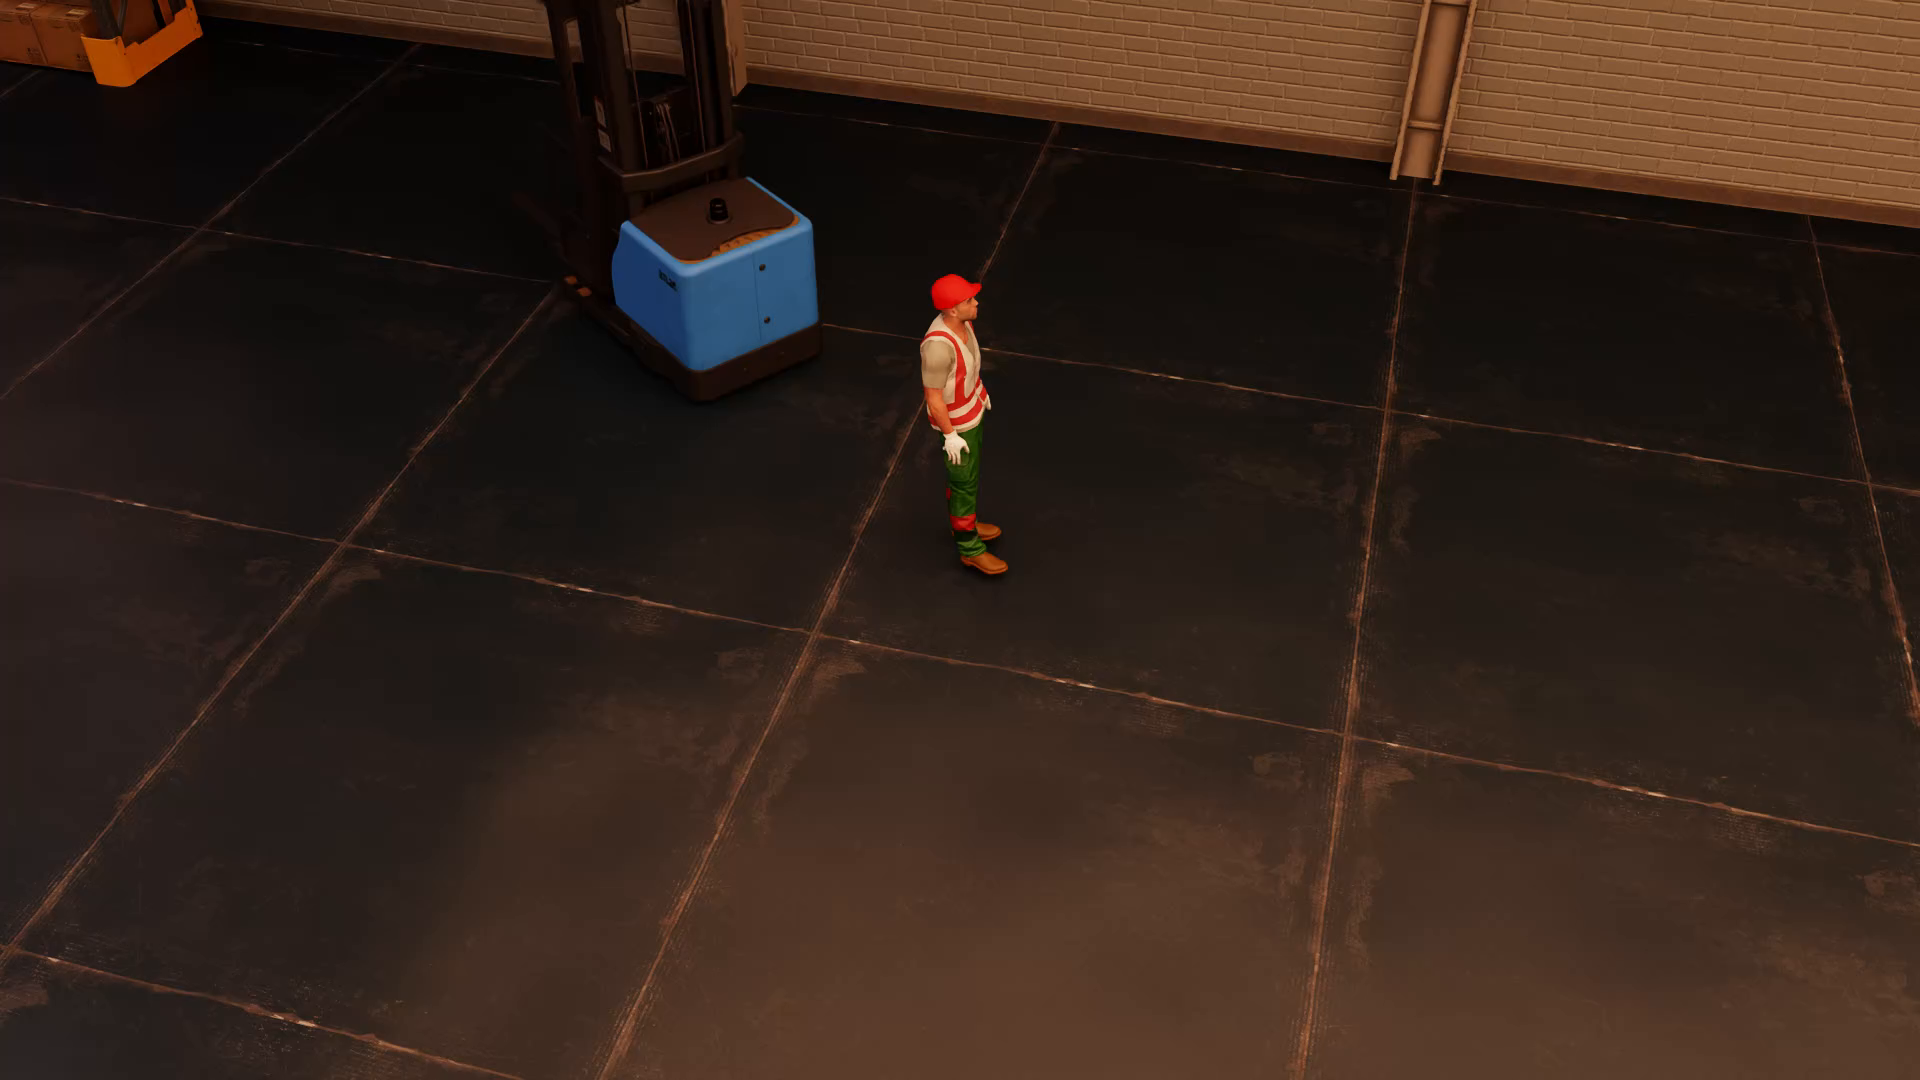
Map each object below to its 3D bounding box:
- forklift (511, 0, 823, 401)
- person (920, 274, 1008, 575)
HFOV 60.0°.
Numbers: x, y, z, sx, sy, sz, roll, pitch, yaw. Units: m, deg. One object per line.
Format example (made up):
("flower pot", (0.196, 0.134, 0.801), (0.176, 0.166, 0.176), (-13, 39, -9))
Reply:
("forklift", (-2.252, -2.935, 11.209), (1.130, 2.935, 3.031), (-27, 48, -28))
("person", (0.074, -0.687, 9.440), (0.564, 1.786, 0.638), (10, 42, 11))
